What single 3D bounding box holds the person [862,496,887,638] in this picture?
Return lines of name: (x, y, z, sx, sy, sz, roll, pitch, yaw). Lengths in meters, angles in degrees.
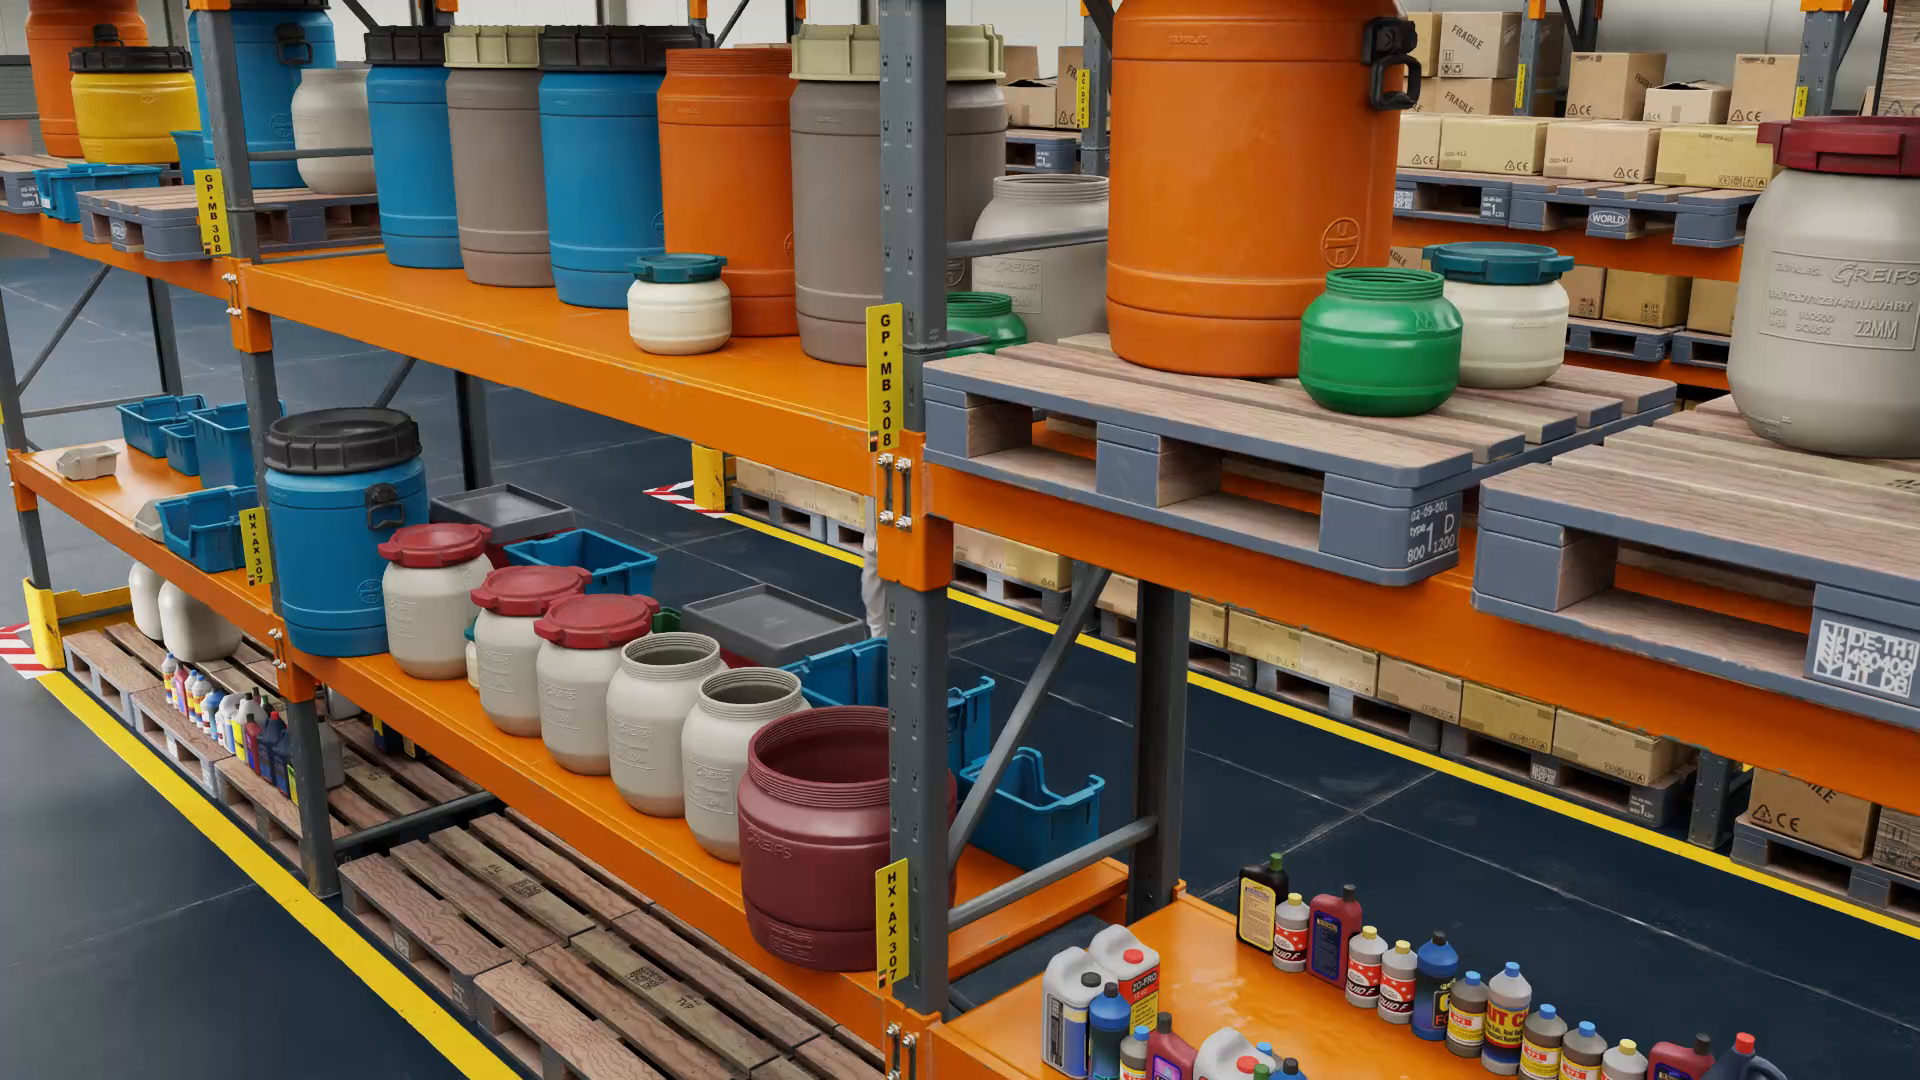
person: (-0.343, 0.098, 9.199, 0.350, 1.780, 0.526, -15, 23, -40)
